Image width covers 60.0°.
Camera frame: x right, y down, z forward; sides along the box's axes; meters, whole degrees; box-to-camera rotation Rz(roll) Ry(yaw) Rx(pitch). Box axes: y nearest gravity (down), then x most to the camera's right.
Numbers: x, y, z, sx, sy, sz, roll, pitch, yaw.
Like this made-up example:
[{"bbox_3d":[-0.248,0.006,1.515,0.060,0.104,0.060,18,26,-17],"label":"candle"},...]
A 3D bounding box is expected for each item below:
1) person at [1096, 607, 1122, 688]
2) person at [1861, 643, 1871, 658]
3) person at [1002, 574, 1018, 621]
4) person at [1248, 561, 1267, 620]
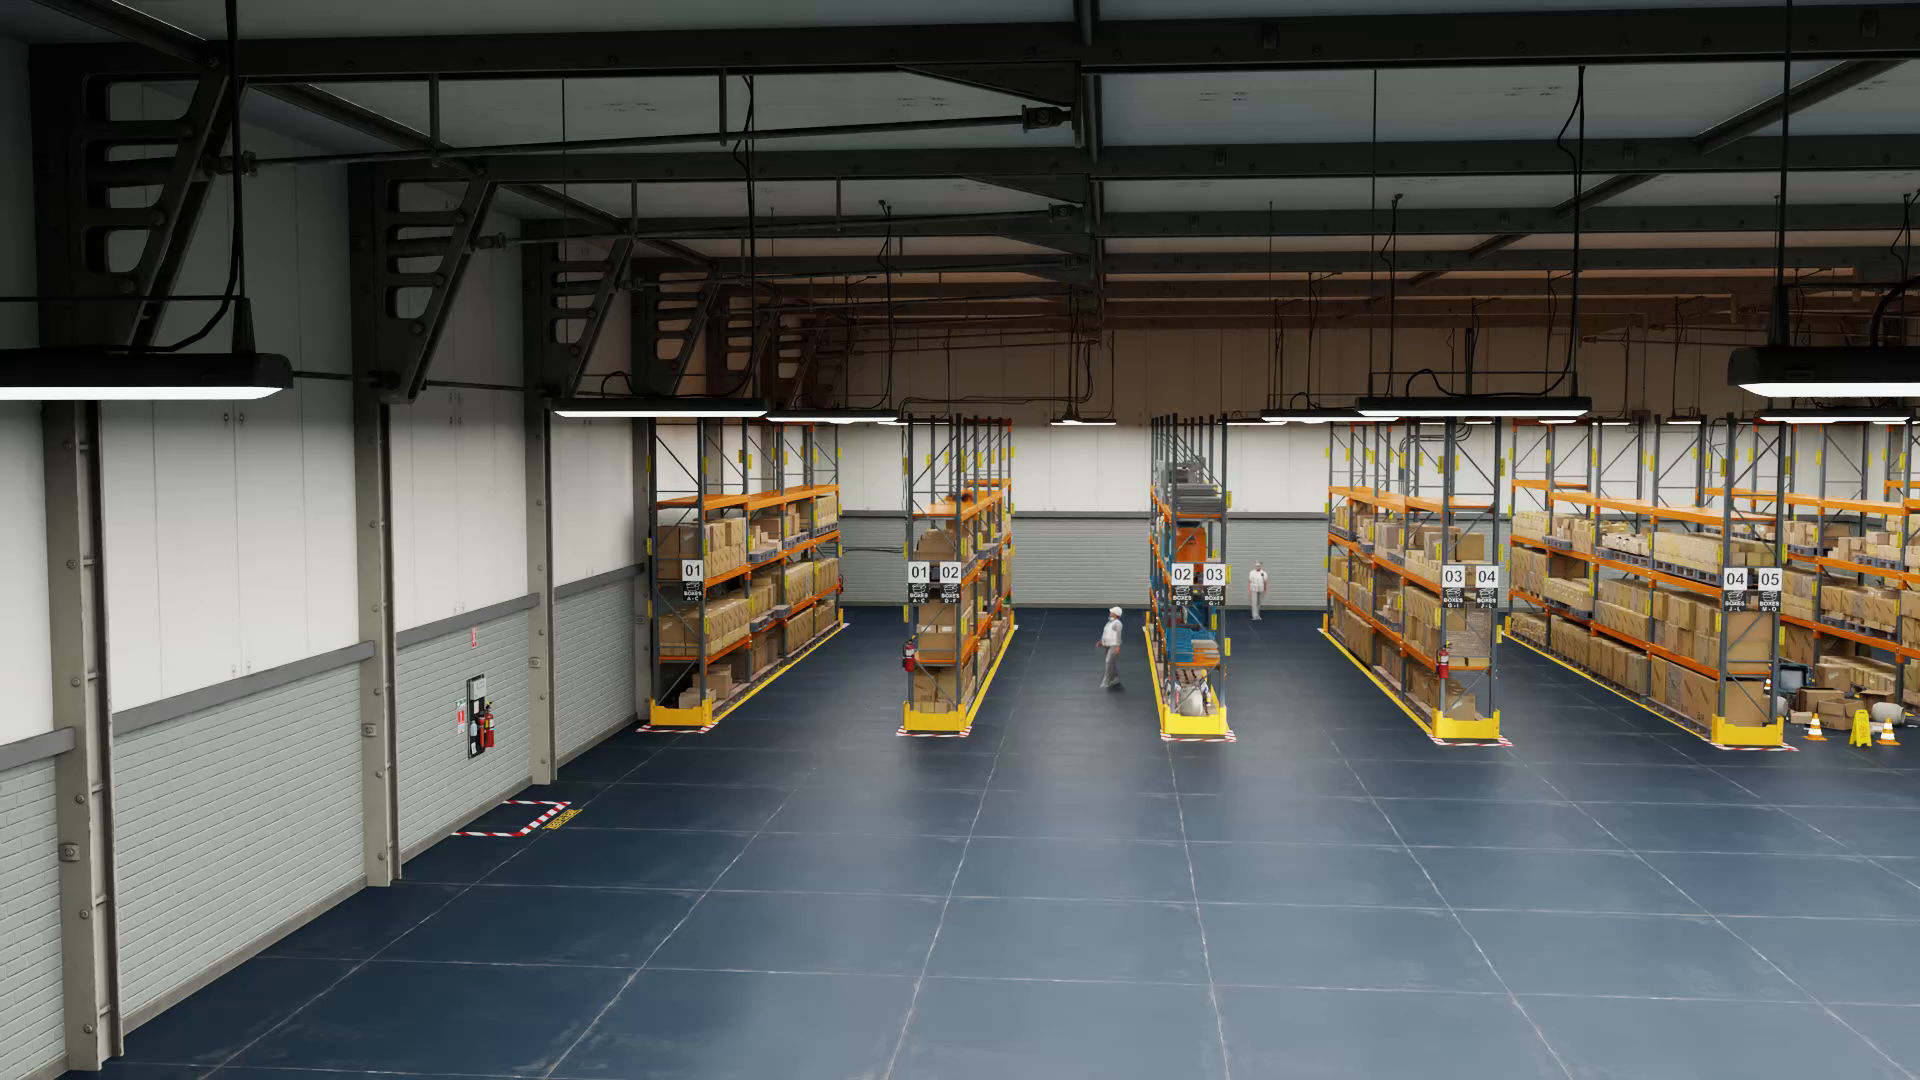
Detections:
[{"bbox_3d":[3.306,2.367,36.935,0.769,1.763,0.586,-3,5,-36],"label":"person"},{"bbox_3d":[21.909,2.129,40.292,0.455,1.784,0.655,2,4,30],"label":"person"},{"bbox_3d":[1.350,1.531,49.270,0.666,1.747,1.013,-2,4,-28],"label":"person"},{"bbox_3d":[8.907,1.520,49.530,0.540,1.746,0.698,-1,4,-12],"label":"person"}]
